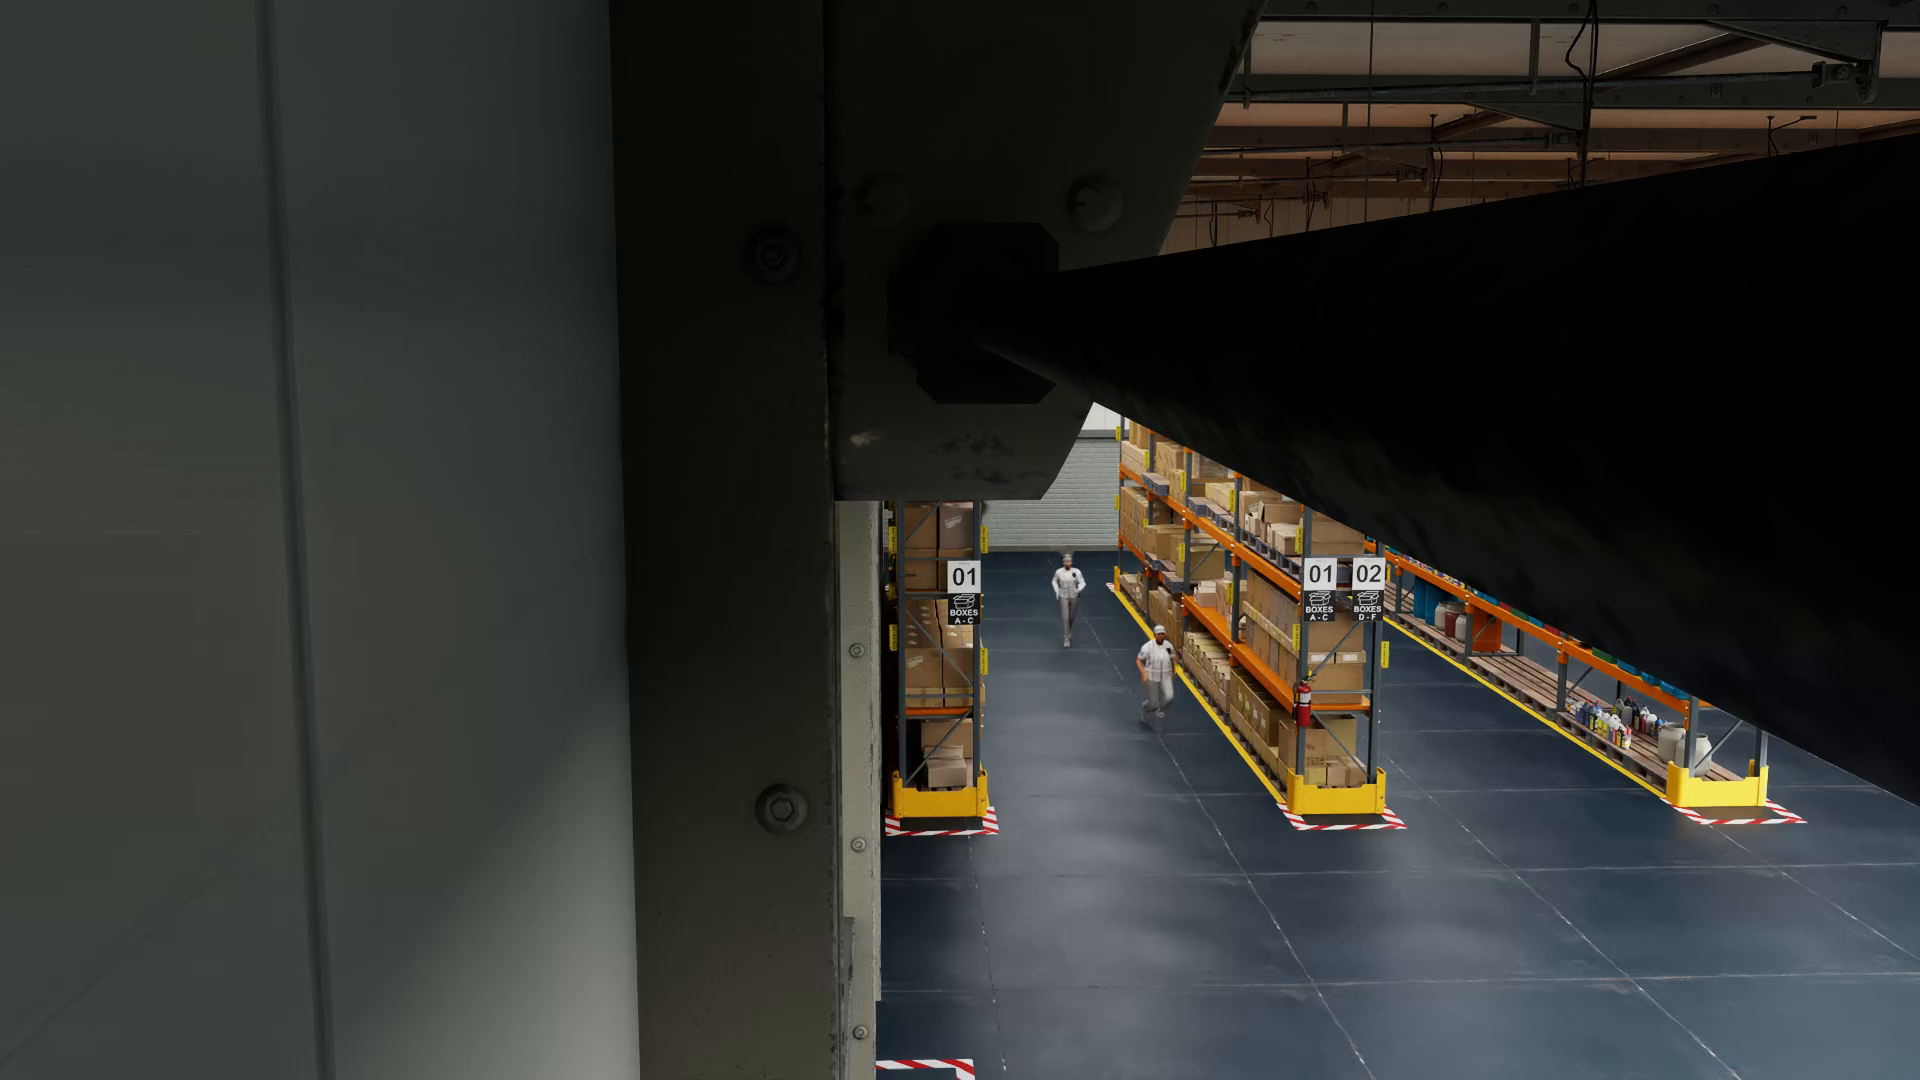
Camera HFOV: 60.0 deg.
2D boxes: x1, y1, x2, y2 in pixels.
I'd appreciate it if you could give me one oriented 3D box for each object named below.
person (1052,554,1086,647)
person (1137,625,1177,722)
[{"bbox_3d":[2.005,1.069,30.628,0.610,1.694,0.860,0,8,0],"label":"person"},{"bbox_3d":[2.913,1.981,24.333,0.614,1.493,0.731,-1,8,-9],"label":"person"}]
